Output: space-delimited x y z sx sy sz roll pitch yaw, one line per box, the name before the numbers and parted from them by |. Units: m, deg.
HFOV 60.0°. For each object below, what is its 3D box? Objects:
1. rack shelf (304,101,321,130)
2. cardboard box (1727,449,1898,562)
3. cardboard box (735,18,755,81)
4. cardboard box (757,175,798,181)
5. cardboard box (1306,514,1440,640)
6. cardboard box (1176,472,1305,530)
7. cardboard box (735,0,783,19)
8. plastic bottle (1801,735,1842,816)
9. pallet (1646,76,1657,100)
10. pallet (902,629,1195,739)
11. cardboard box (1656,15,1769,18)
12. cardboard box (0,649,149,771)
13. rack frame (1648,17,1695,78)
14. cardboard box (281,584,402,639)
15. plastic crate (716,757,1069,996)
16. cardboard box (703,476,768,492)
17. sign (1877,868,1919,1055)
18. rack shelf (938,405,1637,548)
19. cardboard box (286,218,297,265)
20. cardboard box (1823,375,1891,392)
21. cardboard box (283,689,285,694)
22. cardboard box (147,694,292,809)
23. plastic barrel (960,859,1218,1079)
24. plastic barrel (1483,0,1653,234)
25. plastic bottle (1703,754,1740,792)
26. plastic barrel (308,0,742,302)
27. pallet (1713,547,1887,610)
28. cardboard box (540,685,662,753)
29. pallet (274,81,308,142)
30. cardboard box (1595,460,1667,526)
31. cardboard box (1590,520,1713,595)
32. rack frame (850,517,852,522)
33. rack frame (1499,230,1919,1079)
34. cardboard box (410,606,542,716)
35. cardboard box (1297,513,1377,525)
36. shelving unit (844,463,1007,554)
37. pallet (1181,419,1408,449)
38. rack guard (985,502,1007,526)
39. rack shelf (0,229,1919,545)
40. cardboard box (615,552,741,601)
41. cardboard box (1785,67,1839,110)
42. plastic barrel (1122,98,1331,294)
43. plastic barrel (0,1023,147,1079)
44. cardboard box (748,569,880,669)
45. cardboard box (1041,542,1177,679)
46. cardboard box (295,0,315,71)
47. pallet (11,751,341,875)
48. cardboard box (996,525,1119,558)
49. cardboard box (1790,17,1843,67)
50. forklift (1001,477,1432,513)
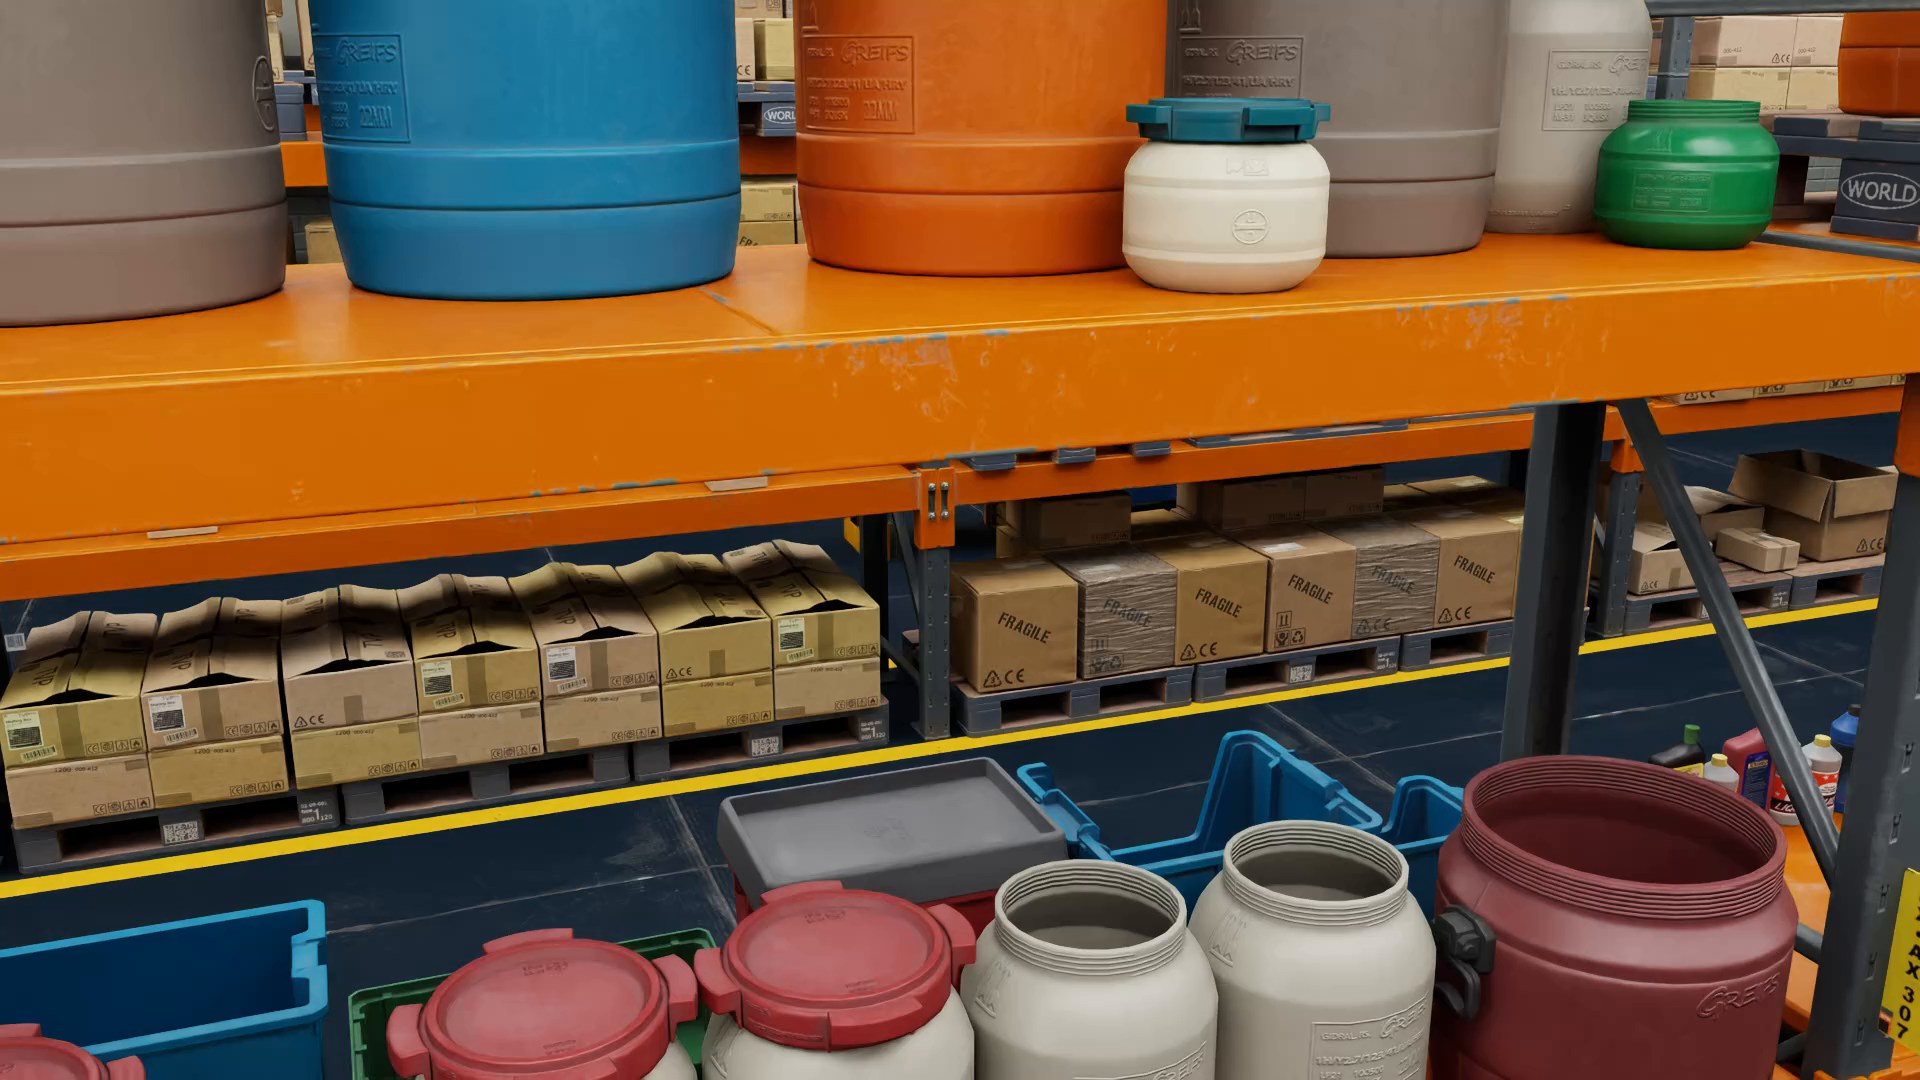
rack shelf | -3.926 -2.817 11.321 4.000 0.370 1.077 -6 17 -20
cardboard box | 5.206 -0.229 10.204 0.637 0.503 0.797 -6 17 -20
cardboard box | -1.168 -2.072 7.029 0.500 0.250 0.500 -6 17 -19
cardboard box | -1.242 -2.650 12.727 0.500 0.250 0.500 -7 18 -22
cardboard box | 2.162 0.186 8.795 0.500 0.500 0.500 -6 17 -19
cardboard box | 1.512 -0.260 8.986 0.500 0.250 0.500 -7 18 -21
cardboard box | -1.634 -3.686 12.045 0.500 0.500 0.700 -8 18 -24
plastic bottle | 2.133 0.584 4.137 0.097 0.201 0.097 0 16 0
pallet | 2.819 -2.327 8.708 1.003 0.211 1.213 -6 17 -20
pallet | 0.429 0.651 8.507 1.213 0.211 1.003 -6 17 -20
cardboard box | 3.894 -3.051 8.889 0.500 0.500 0.700 -6 17 -20
cardboard box | -3.542 0.654 6.686 0.500 0.311 0.500 -6 17 -20
rack frame | 3.453 -3.903 8.420 0.127 3.000 1.000 -6 17 -20
cardboard box | -2.791 0.410 7.517 0.500 0.311 0.500 -6 17 -20
plastic crate | -0.131 0.734 3.163 0.583 0.464 0.402 -6 17 -20
cardboard box | -1.023 -0.338 7.371 0.250 0.149 0.380 -6 17 -20
sign | 1.690 0.748 2.939 0.005 0.325 0.100 -6 17 -20
rack shelf | 1.586 -0.478 8.680 4.000 0.370 1.077 -6 17 -20
cardboard box | -4.781 -1.877 11.209 0.500 0.500 0.700 -4 17 -14
cardboard box | 4.972 -1.155 9.530 0.500 0.500 0.500 -6 17 -20
cardboard box | -3.261 0.731 7.421 0.500 0.250 0.500 -6 18 -21
cardboard box | -3.074 0.873 6.937 0.500 0.250 0.500 -6 17 -19
plastic barrel | 0.209 0.831 2.748 0.421 0.512 0.421 0 16 0
plastic barrel | 1.087 -0.860 3.182 0.421 0.512 0.421 0 16 0
plastic bottle | 1.826 0.617 4.025 0.097 0.201 0.097 0 16 0
plastic barrel | -0.629 -0.835 2.404 0.708 0.901 0.600 -6 17 -20
pallet | 5.236 0.120 10.315 1.213 0.211 1.003 -6 17 -20
cardboard box | -1.637 0.716 7.471 0.500 0.250 0.500 -6 17 -19
pallet | -3.198 -1.658 6.437 1.217 0.209 0.805 -7 18 -22
cardboard box | 3.884 -0.169 10.005 0.500 0.500 0.500 -6 17 -20
cardboard box | 3.923 0.069 9.532 0.500 0.311 0.500 -6 17 -20
rack frame | -0.664 -0.659 10.680 0.032 1.500 0.500 -5 17 -18
rack frame | 1.487 0.682 3.452 0.127 3.000 1.000 -6 17 -20
cardboard box | -2.107 0.499 7.215 0.500 0.311 0.500 -6 17 -19
cardboard box | 1.951 0.053 9.250 0.500 0.500 0.500 -6 17 -19
shelving unit | -0.175 -0.706 10.841 1.083 1.500 0.587 -5 17 -18
pallet | 1.532 -0.727 8.591 1.213 0.211 1.003 -6 17 -20
rack guard | 0.297 -0.152 11.171 0.087 0.250 0.587 -5 17 -18
rack shelf | -0.381 -0.211 2.445 4.000 0.370 1.077 -6 17 -20
cardboard box | -1.364 0.258 8.036 0.500 0.311 0.500 -7 18 -21
cardboard box | 4.464 -2.426 8.977 0.500 0.250 0.500 -6 17 -20
plastic barrel | 0.383 -0.501 2.404 0.301 0.262 0.301 0 16 0
plastic barrel | -1.276 0.981 2.192 0.433 0.535 0.433 0 16 0
cardboard box | -0.683 0.345 7.741 0.500 0.311 0.500 -6 17 -19
cardboard box | 0.732 0.342 8.267 0.500 0.500 0.500 -7 18 -22
cardboard box | -4.102 -3.369 10.999 0.500 0.500 0.500 -7 18 -22
pallet | -3.343 1.035 7.199 1.213 0.211 1.003 -6 17 -20
cardboard box | 0.507 0.210 8.713 0.500 0.500 0.500 -5 17 -18
cardboard box | 4.462 -2.667 8.911 0.500 0.250 0.500 -6 17 -20
forklift | 1.792 -1.564 11.222 3.031 2.935 1.130 -6 17 -18
